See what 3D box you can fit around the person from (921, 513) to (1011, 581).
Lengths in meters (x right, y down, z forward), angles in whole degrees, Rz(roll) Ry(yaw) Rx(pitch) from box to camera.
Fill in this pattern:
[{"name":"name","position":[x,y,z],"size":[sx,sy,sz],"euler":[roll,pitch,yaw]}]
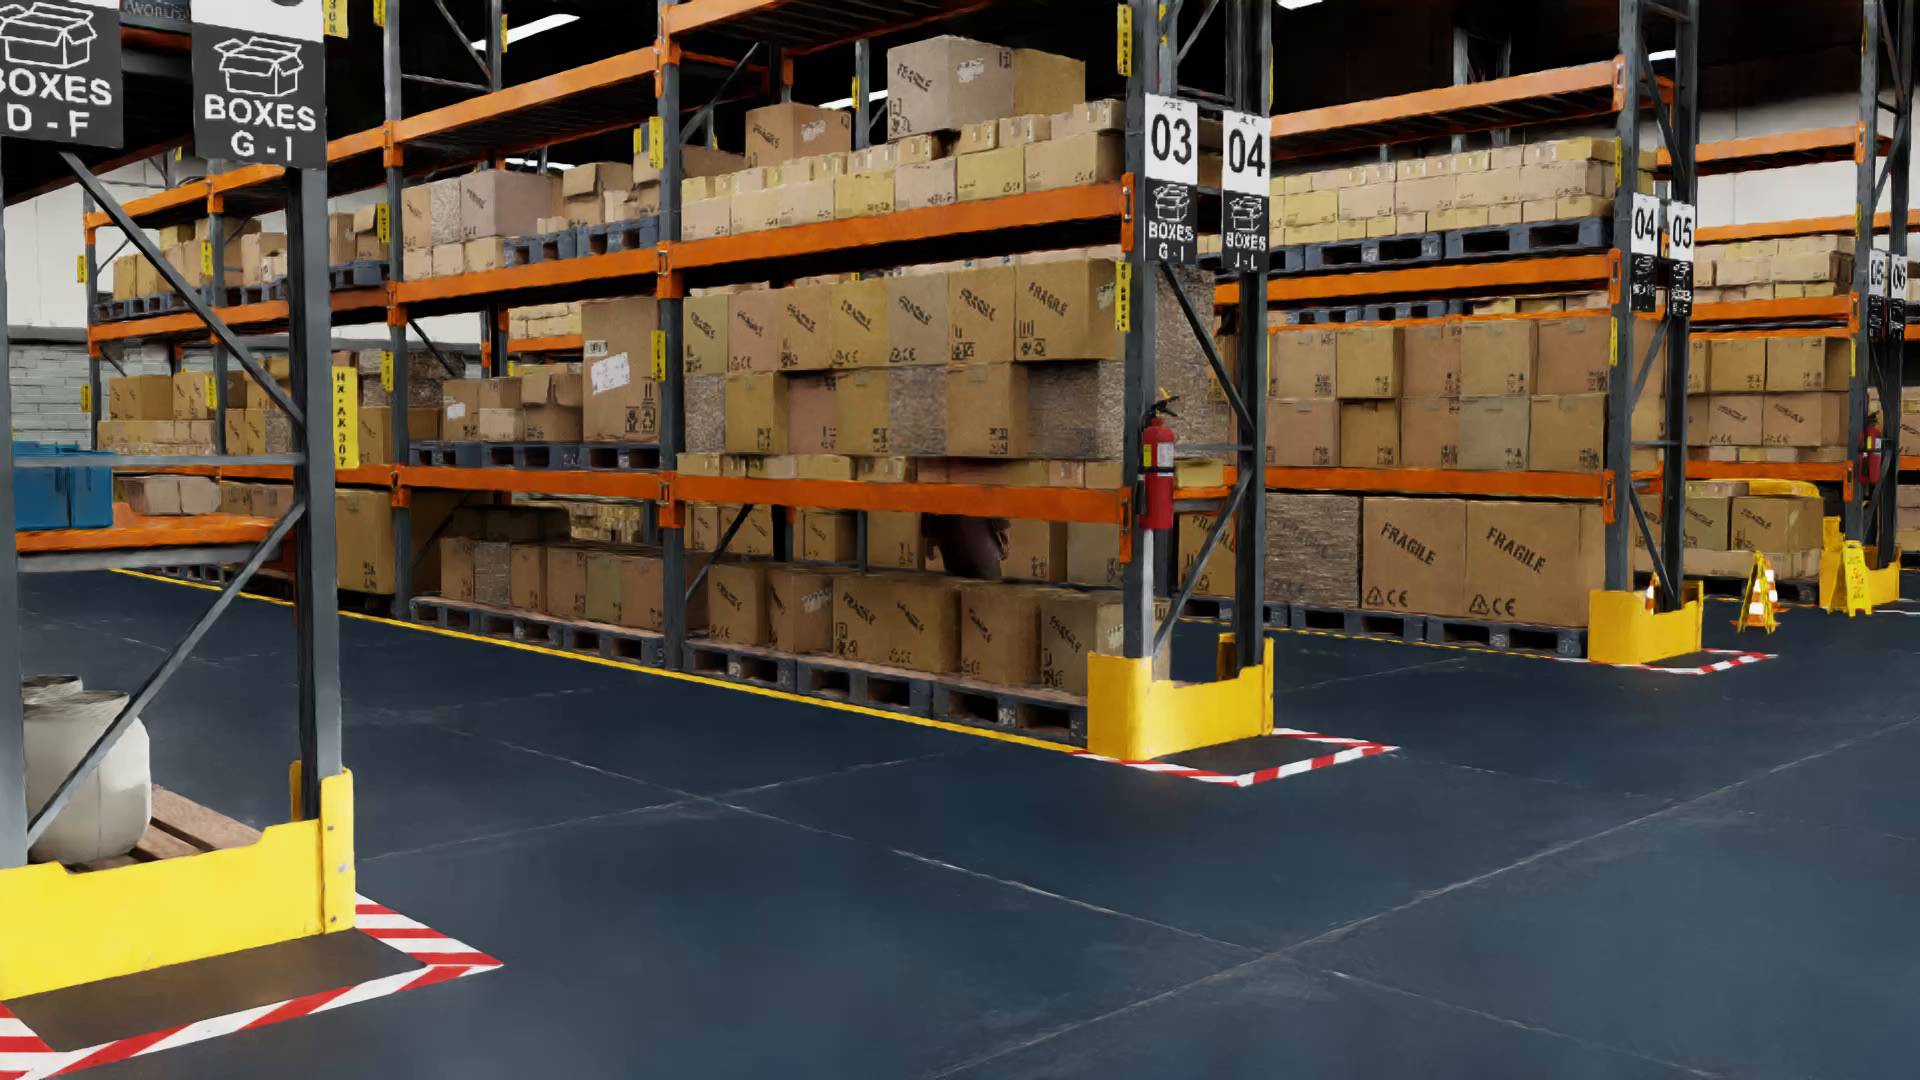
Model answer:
[{"name":"person","position":[0.085,-0.045,11.585],"size":[0.689,1.741,0.578],"euler":[3,5,37]}]
